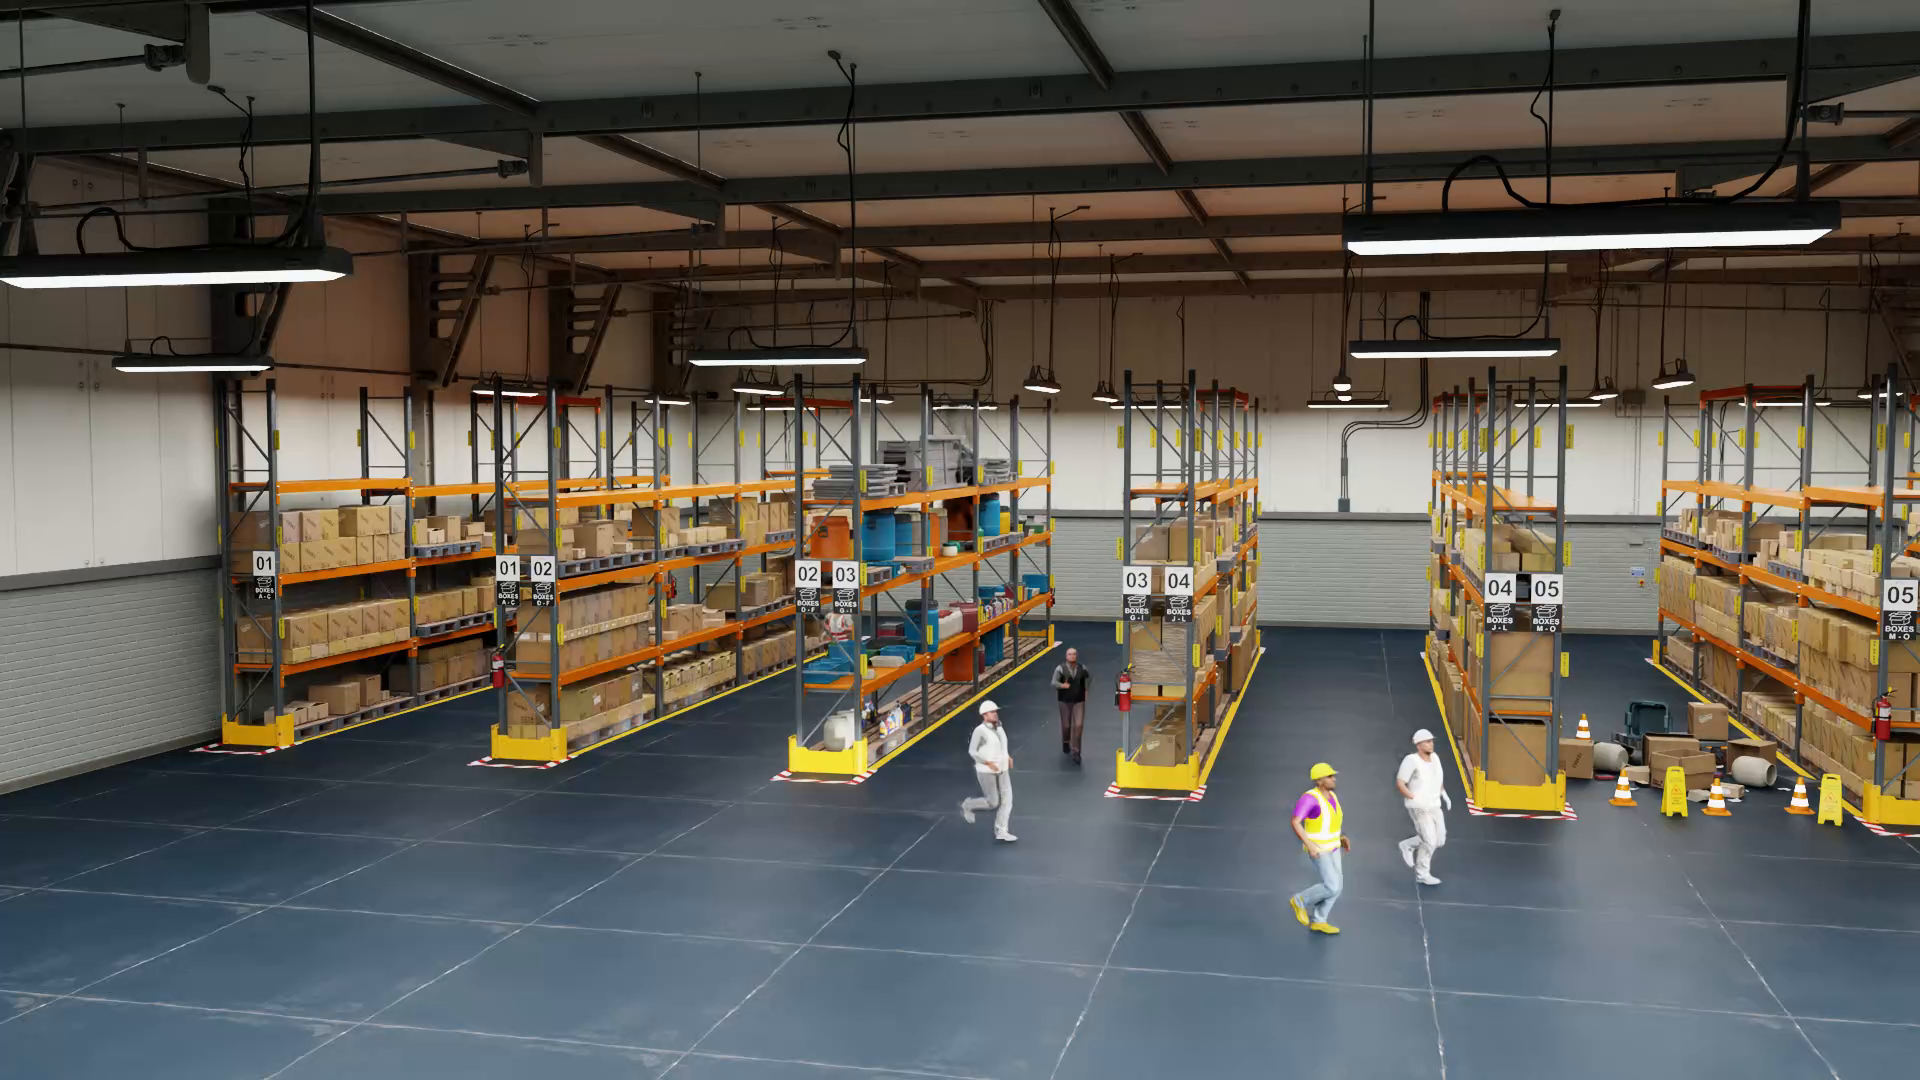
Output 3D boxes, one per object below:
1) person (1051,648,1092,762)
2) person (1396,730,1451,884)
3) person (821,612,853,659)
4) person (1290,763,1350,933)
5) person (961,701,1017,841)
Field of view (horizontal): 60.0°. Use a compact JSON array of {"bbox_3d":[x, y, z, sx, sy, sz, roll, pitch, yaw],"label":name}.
[{"bbox_3d":[1.750,2.549,26.005,0.661,1.715,0.906,0,3,-1],"label":"person"},{"bbox_3d":[5.202,3.003,18.844,0.730,1.736,0.641,-3,4,-37],"label":"person"},{"bbox_3d":[-2.466,2.071,33.410,0.659,1.787,0.980,0,3,4],"label":"person"},{"bbox_3d":[3.655,3.125,16.912,0.546,1.726,0.693,3,5,42],"label":"person"},{"bbox_3d":[0.402,2.889,20.939,0.808,1.737,0.677,3,5,43],"label":"person"}]
